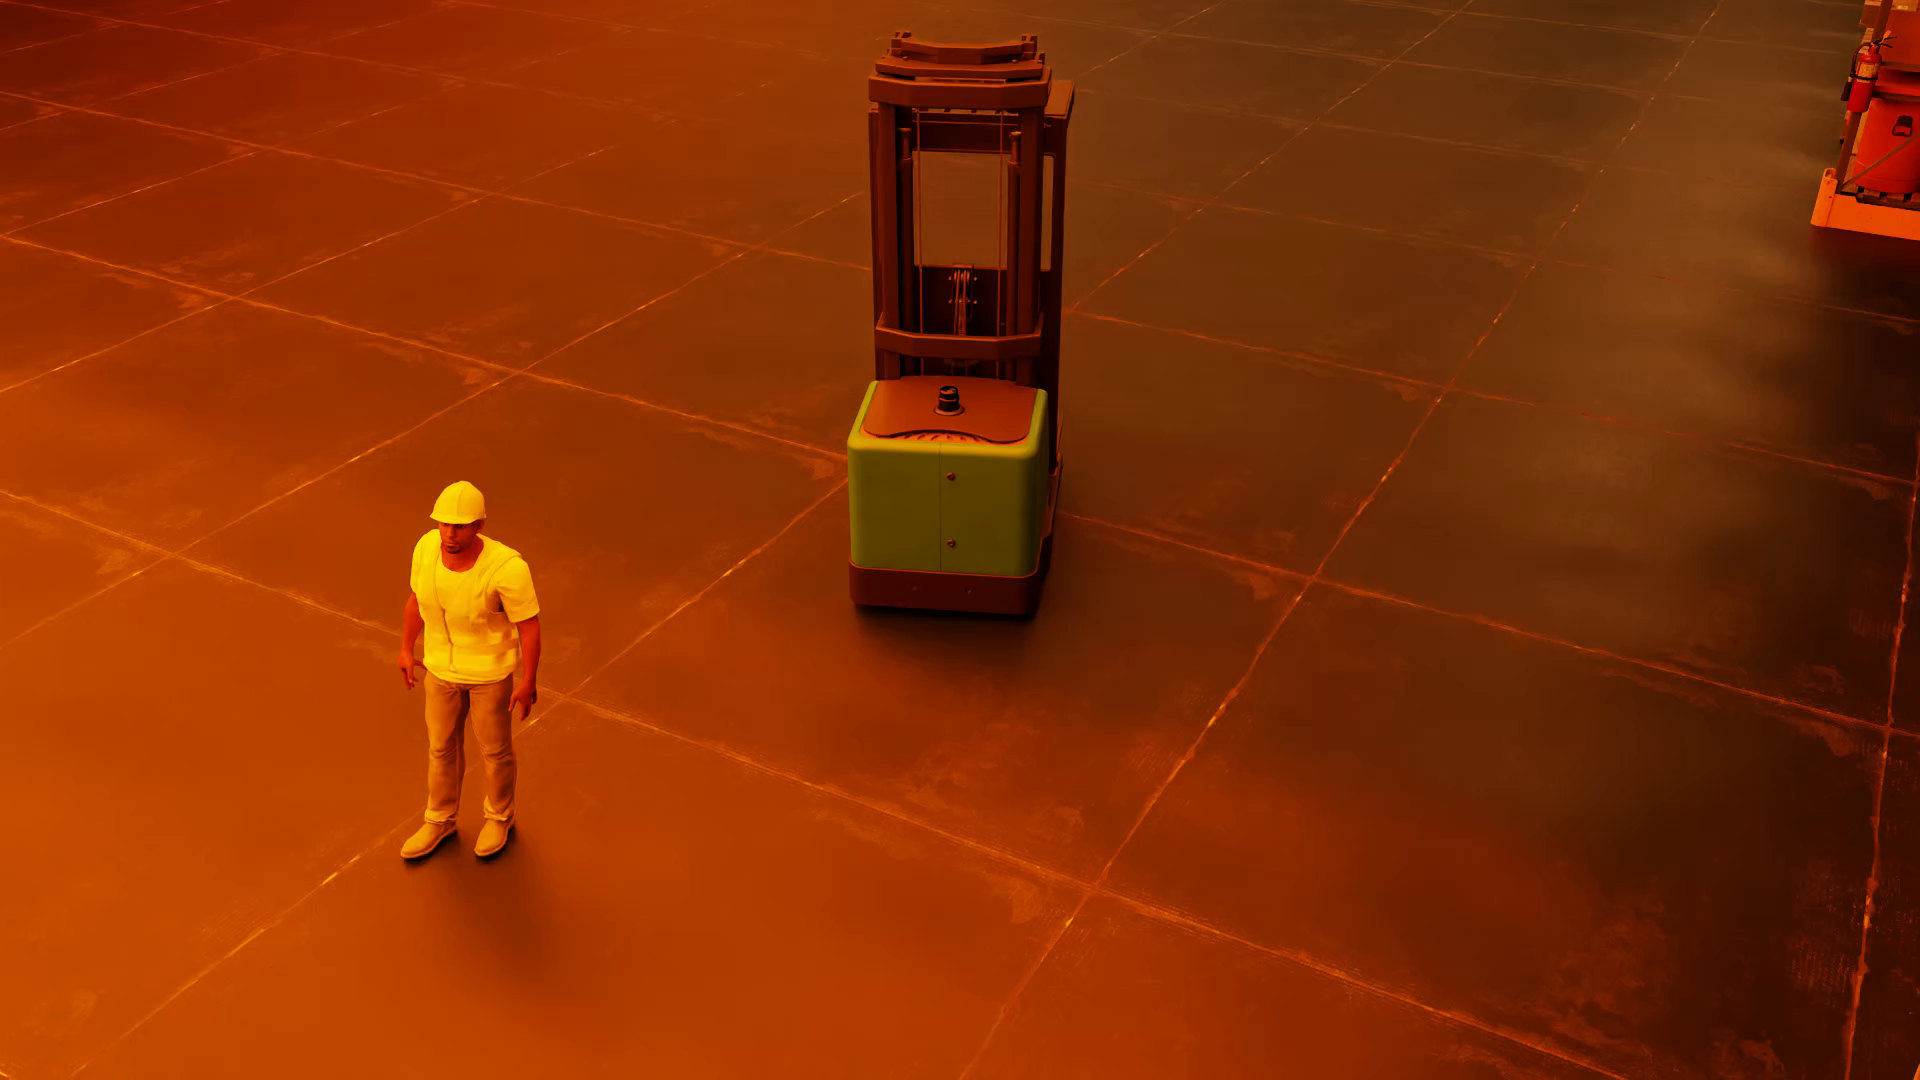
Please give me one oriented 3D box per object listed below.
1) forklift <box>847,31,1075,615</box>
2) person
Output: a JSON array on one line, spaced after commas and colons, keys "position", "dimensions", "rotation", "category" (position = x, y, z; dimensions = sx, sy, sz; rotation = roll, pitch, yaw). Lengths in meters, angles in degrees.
[{"position": [0.072, -1.572, 9.794], "dimensions": [1.130, 2.935, 3.031], "rotation": [3, 30, 6], "category": "forklift"}, {"position": [-2.155, 0.589, 7.201], "dimensions": [0.666, 1.765, 0.577], "rotation": [9, 31, 15], "category": "person"}]
